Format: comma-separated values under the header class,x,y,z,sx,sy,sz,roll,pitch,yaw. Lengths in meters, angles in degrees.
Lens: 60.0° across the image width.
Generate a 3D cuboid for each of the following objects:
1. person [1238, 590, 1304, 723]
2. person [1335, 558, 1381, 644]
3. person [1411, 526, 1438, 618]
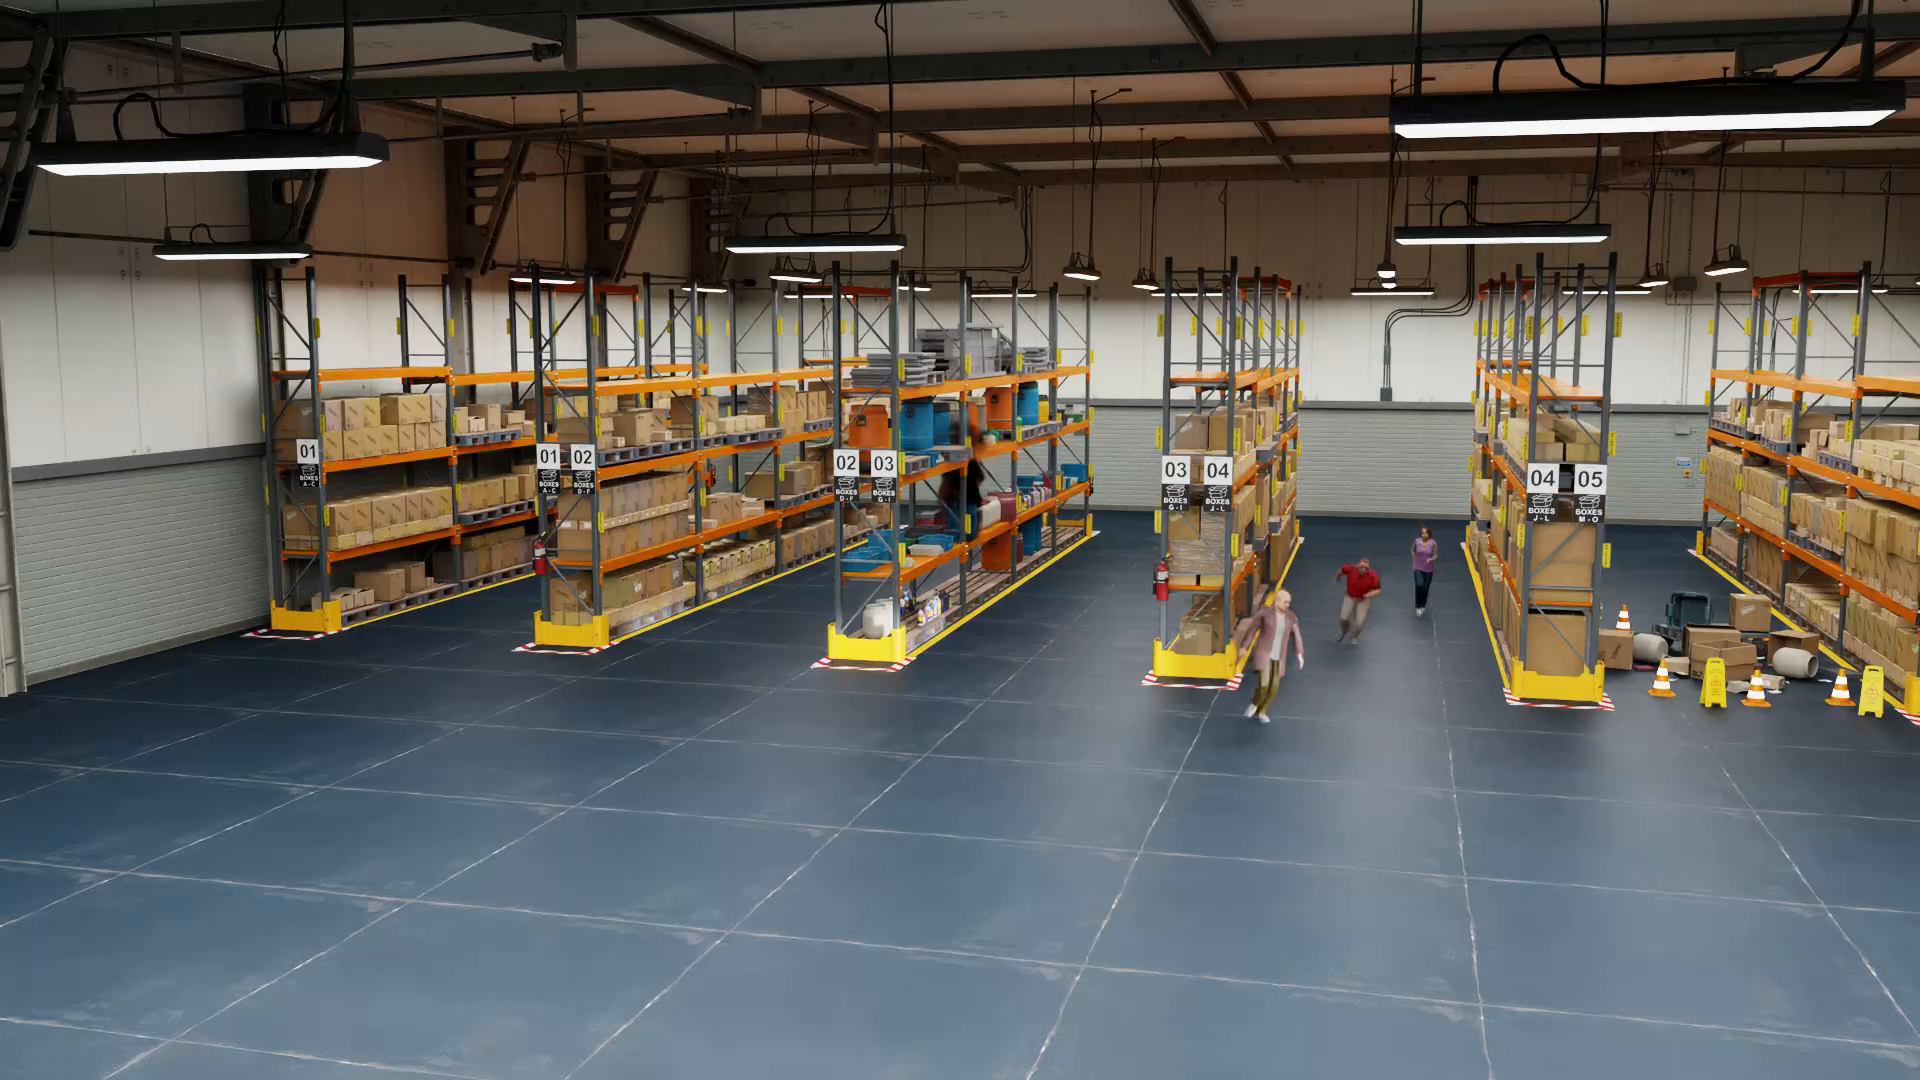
class,x,y,z,sx,sy,sz,roll,pitch,yaw
person,3.968,1.478,21.081,0.690,1.734,0.702,-2,8,-18
person,6.234,0.966,26.073,0.681,1.462,0.999,2,7,12
person,8.104,0.548,29.032,0.428,1.606,0.789,1,7,9
